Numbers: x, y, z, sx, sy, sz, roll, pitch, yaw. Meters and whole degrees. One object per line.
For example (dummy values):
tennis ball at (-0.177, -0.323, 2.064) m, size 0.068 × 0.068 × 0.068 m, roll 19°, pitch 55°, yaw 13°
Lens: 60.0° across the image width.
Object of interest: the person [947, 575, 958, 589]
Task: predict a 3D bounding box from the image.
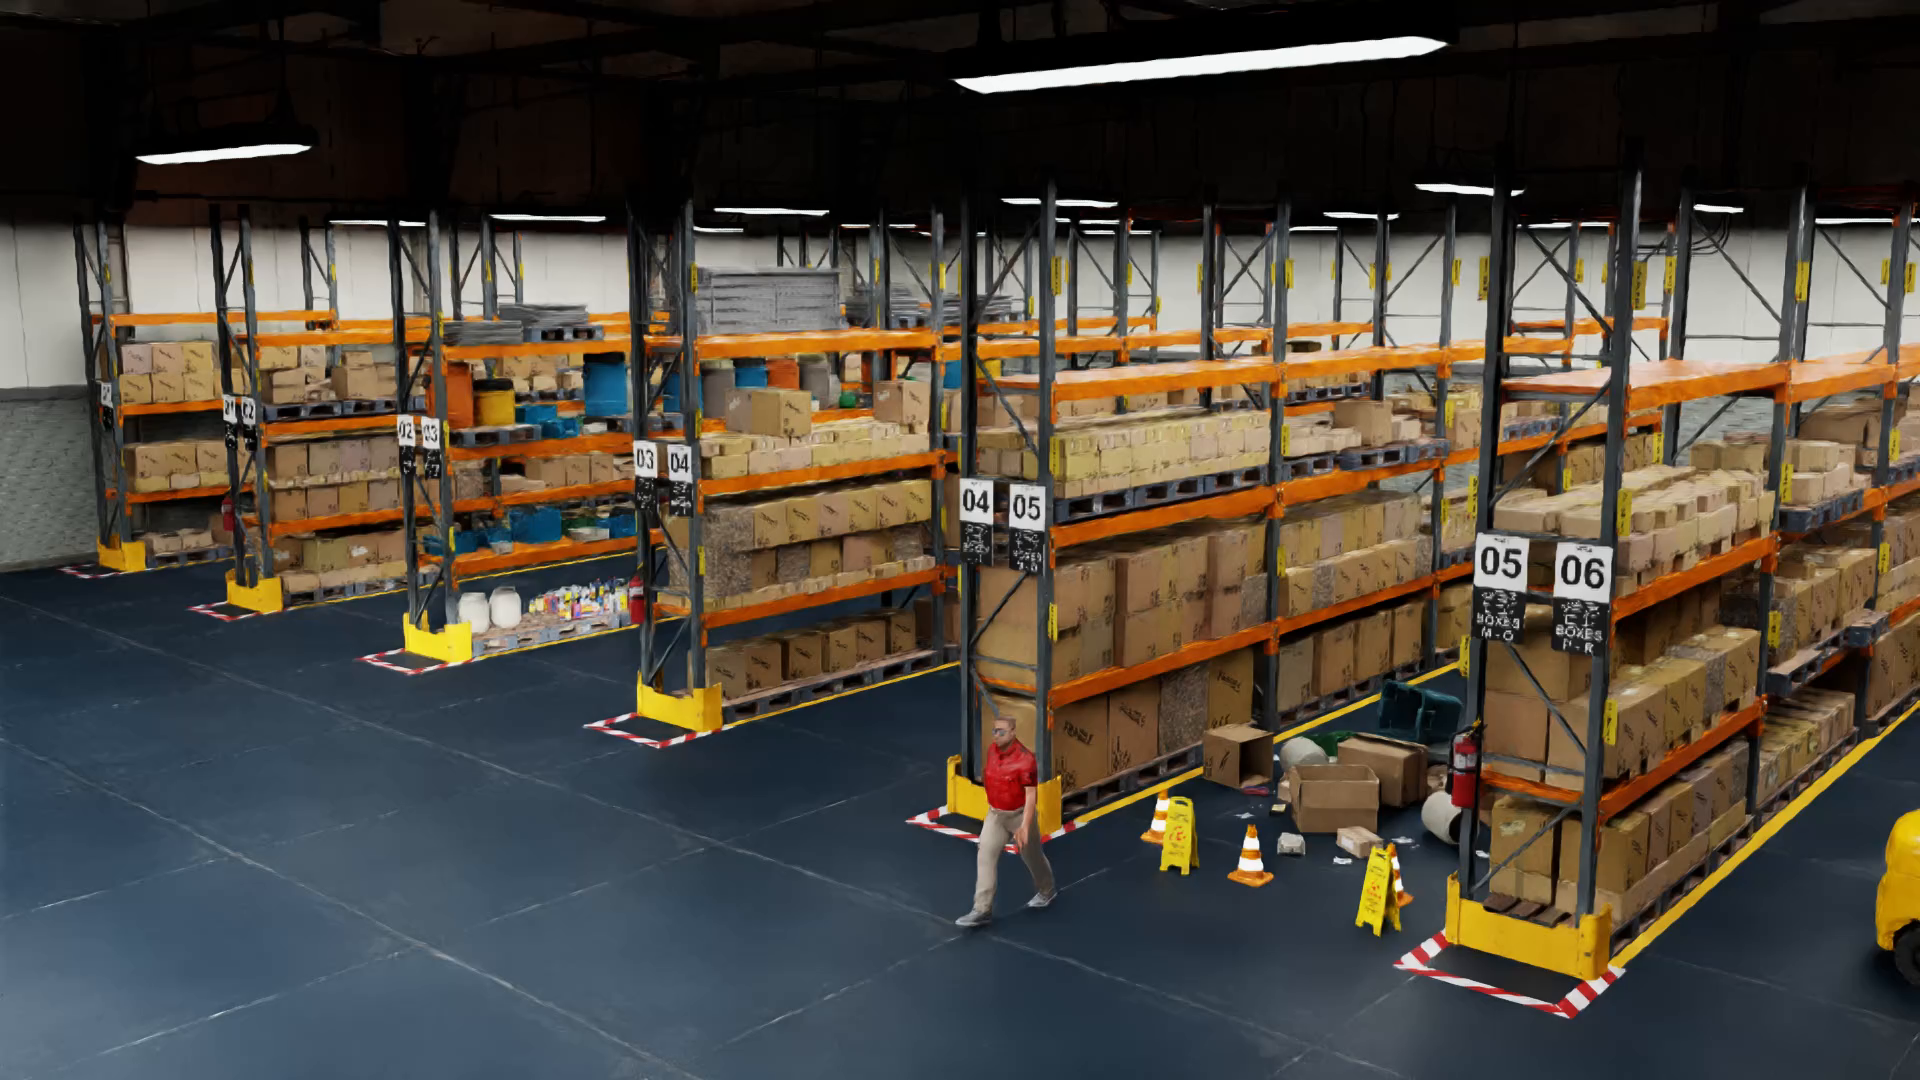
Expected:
person at (0.056, -0.112, 25.222) m, size 0.612 × 1.640 × 0.573 m, roll -4°, pitch 10°, yaw -23°

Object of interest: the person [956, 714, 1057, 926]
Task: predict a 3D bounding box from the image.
person at (0.406, 2.184, 13.109) m, size 0.554 × 1.669 × 1.040 m, roll 8°, pitch 12°, yaw 39°
